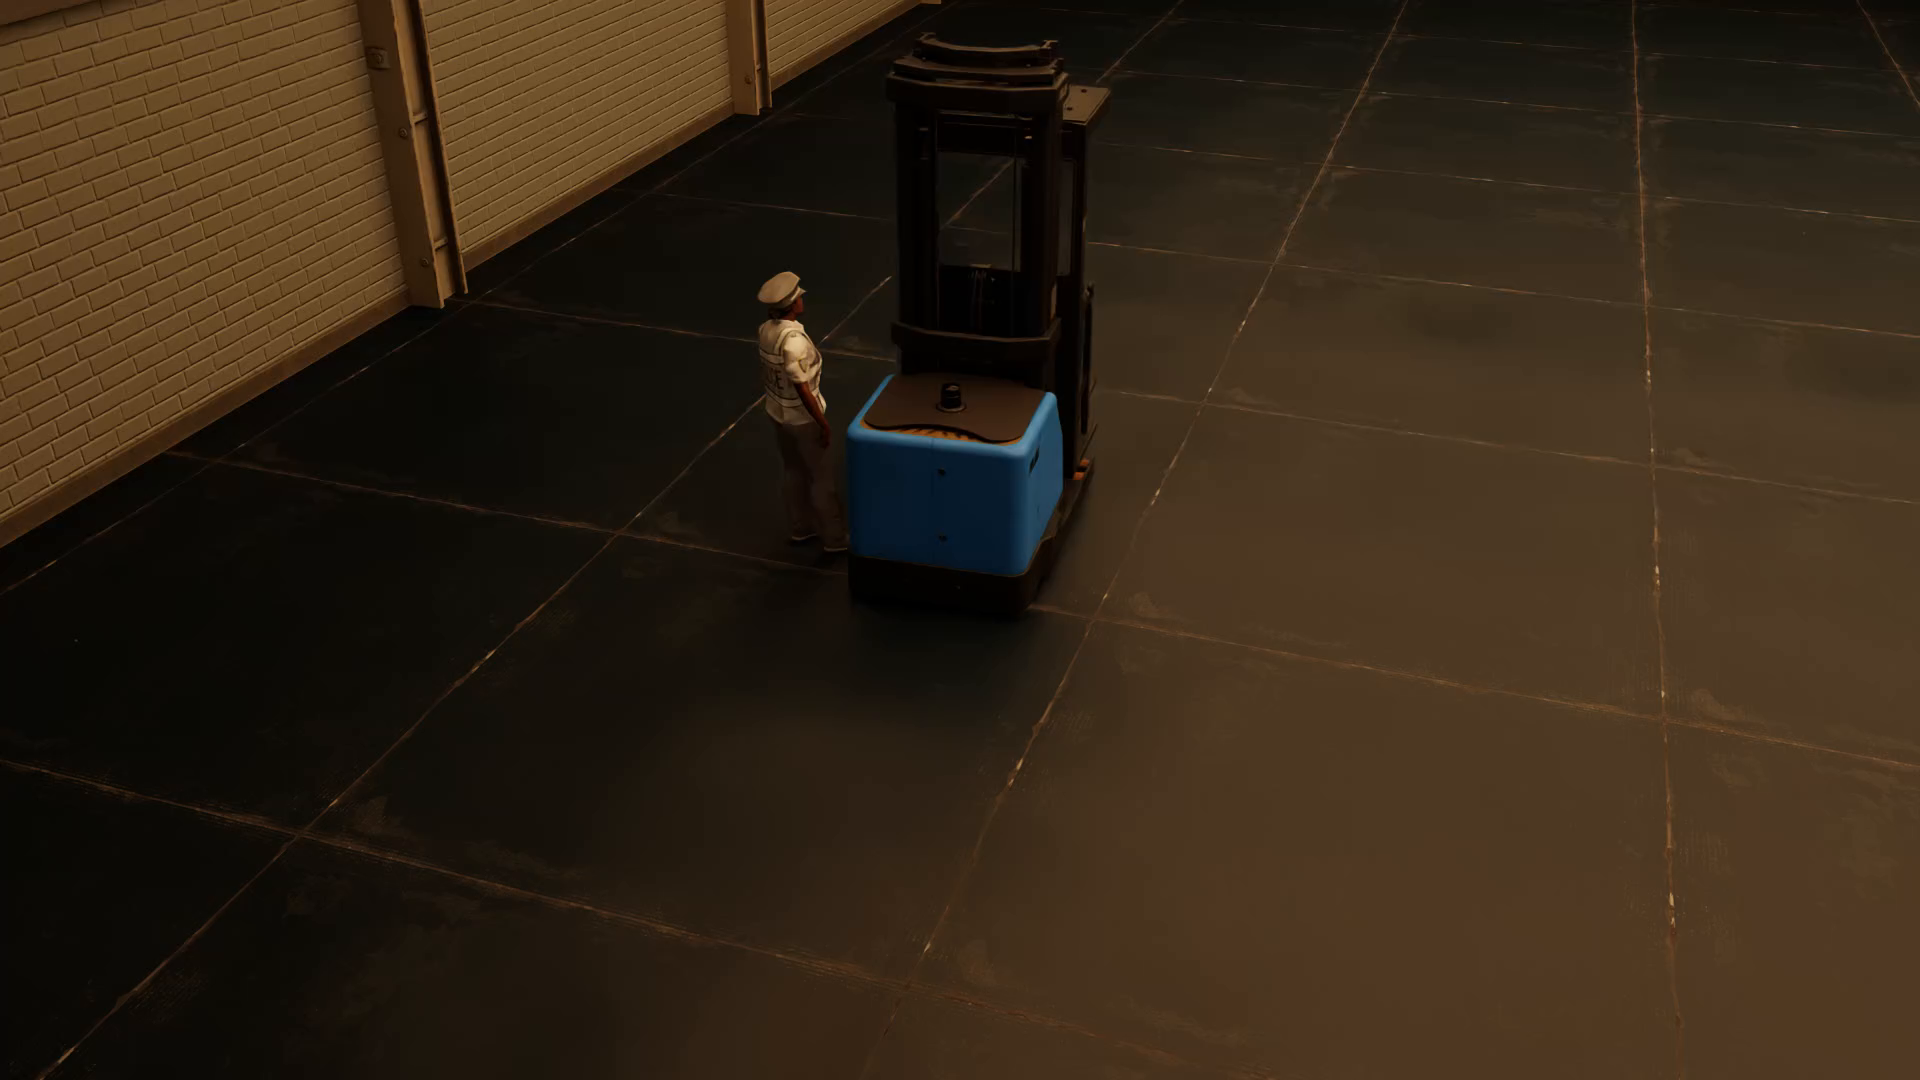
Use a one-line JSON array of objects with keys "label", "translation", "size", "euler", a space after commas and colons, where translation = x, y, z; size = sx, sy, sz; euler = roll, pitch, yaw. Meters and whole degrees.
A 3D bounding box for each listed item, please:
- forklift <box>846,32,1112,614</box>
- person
[{"label": "forklift", "translation": [0.244, -1.581, 9.910], "size": [1.130, 2.935, 3.031], "euler": [8, 31, 13]}, {"label": "person", "translation": [-0.882, -0.746, 9.688], "size": [0.508, 1.697, 0.566], "euler": [-18, 34, -28]}]
